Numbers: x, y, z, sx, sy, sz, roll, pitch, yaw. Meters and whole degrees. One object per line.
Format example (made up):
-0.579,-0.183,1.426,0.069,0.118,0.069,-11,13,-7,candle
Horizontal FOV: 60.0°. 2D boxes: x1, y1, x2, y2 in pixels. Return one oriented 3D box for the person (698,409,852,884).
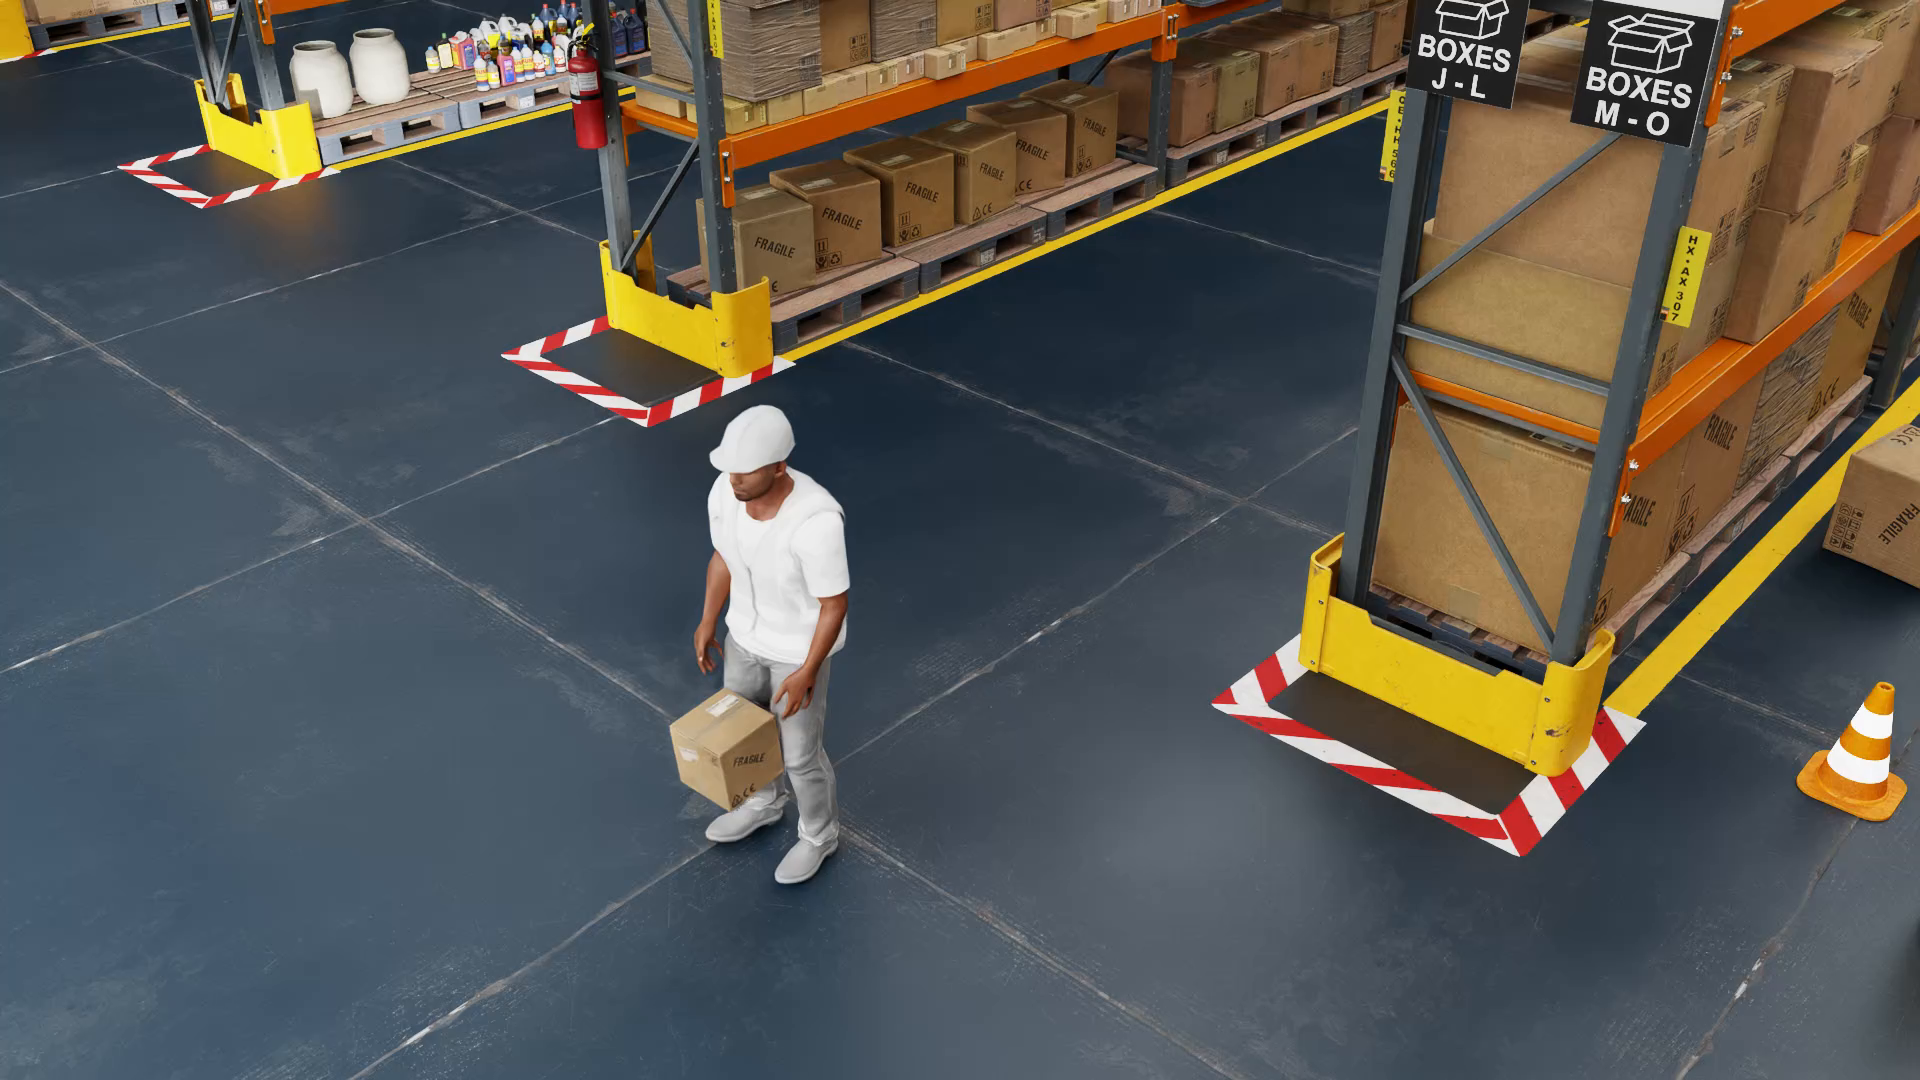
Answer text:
-0.612,0.343,5.546,0.597,1.763,0.439,24,38,34,person
